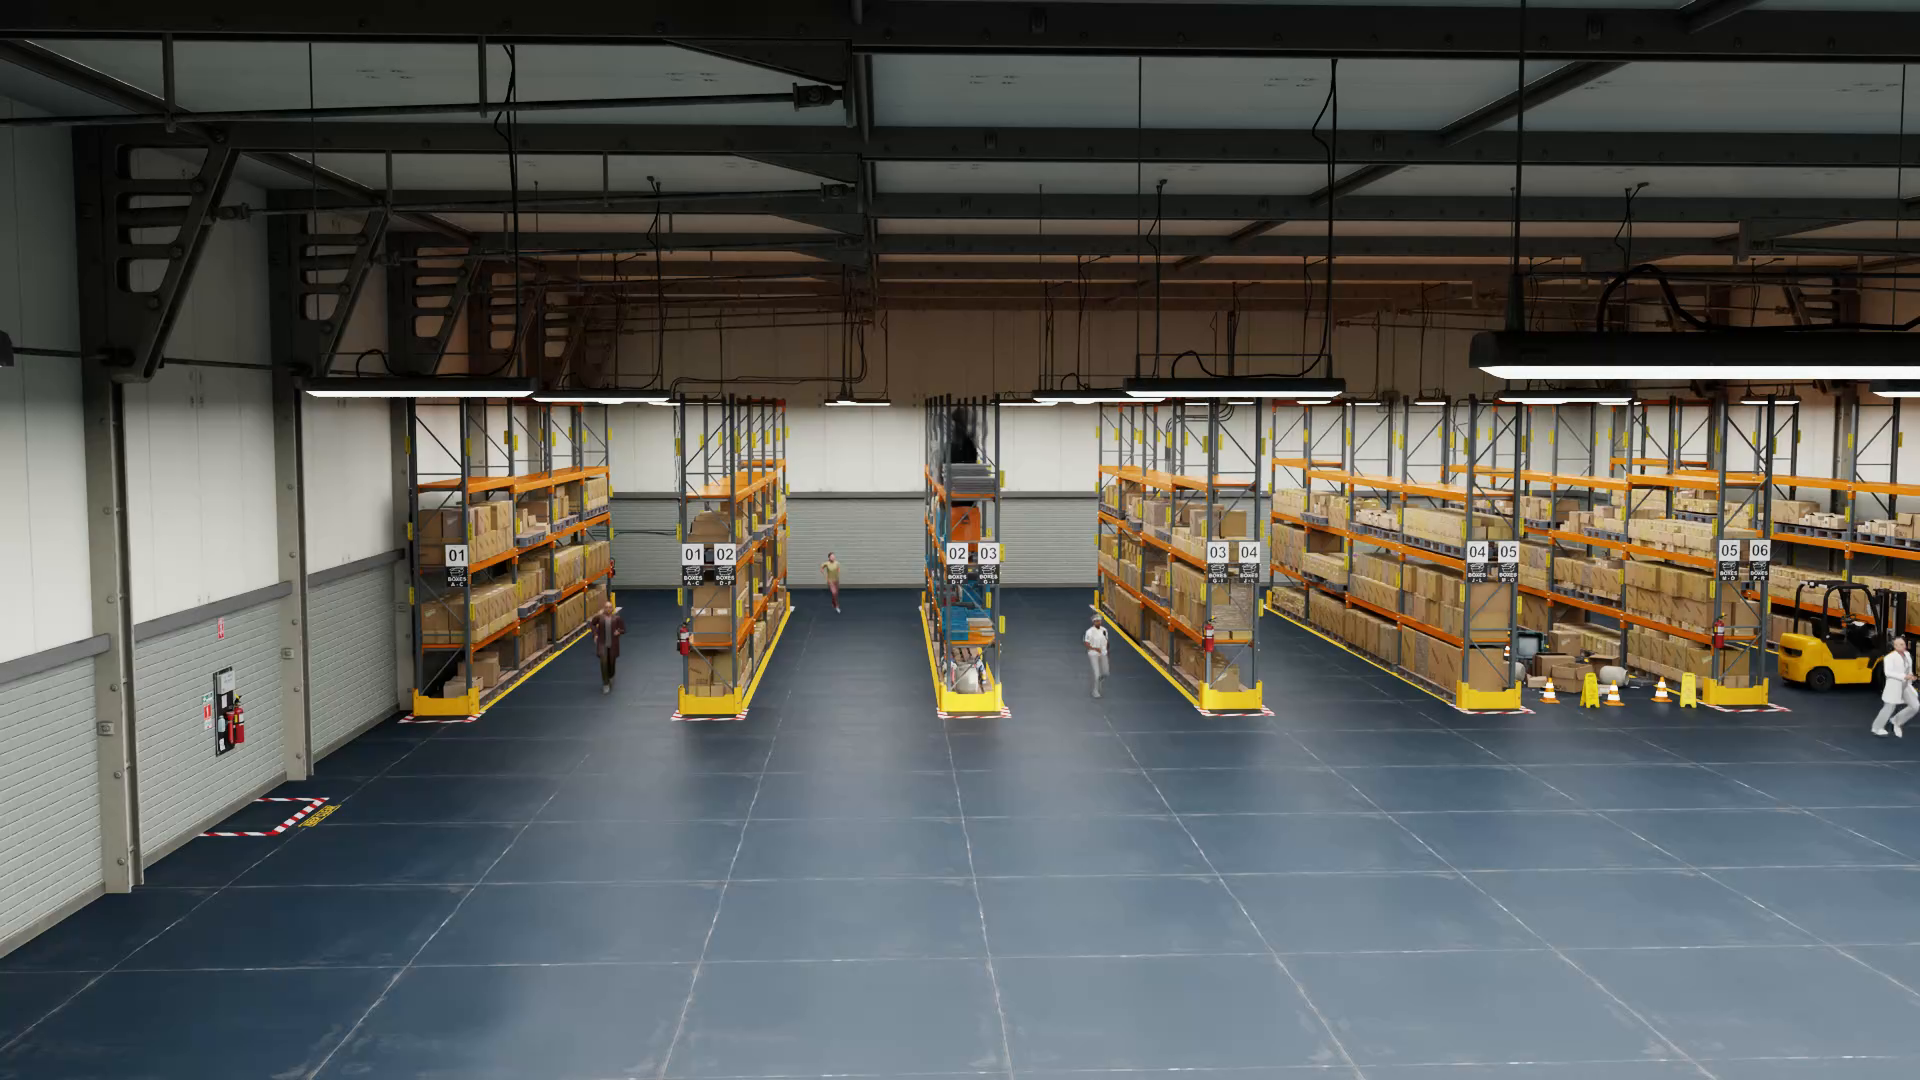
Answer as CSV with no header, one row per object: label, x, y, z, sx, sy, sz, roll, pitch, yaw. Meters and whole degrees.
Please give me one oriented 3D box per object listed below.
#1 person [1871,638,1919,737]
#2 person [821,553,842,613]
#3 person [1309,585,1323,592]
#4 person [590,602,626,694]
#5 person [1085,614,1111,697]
person,16.262,2.561,28.783,0.731,1.736,0.897,-1,5,-13
person,-3.613,1.184,47.010,0.570,1.680,0.768,-3,5,-30
person,10.469,0.983,49.091,0.687,1.728,0.699,-1,5,-15
person,-7.134,2.155,33.752,0.705,1.802,1.047,-1,5,-14
person,2.765,2.291,33.032,0.570,1.661,0.529,-2,5,-19
